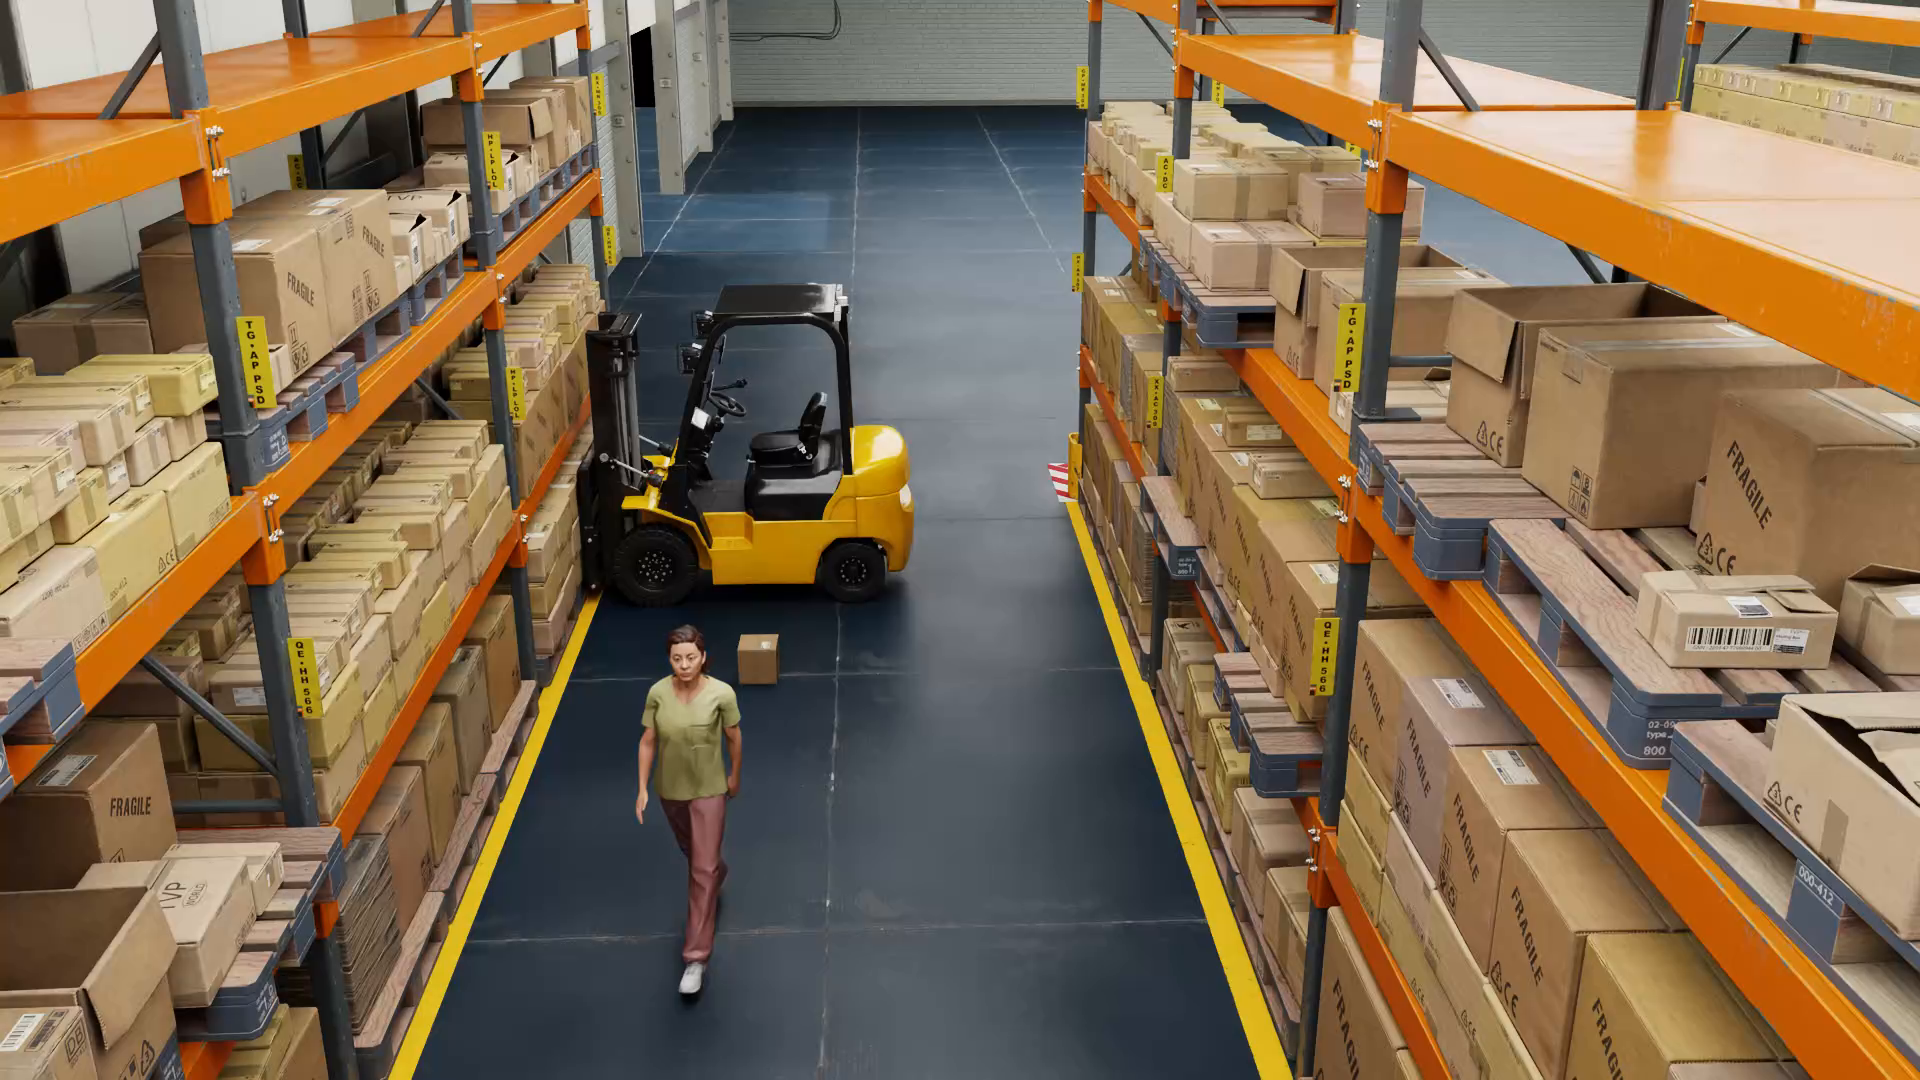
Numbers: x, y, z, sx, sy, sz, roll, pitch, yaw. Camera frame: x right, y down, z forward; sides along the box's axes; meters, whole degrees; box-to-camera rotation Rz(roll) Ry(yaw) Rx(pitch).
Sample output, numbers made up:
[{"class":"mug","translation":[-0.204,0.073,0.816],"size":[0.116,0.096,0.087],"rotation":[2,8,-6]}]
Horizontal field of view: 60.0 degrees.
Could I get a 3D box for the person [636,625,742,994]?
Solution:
[{"class":"person","translation":[-1.293,1.194,7.857],"size":[0.455,1.612,0.997],"rotation":[3,21,9]}]
